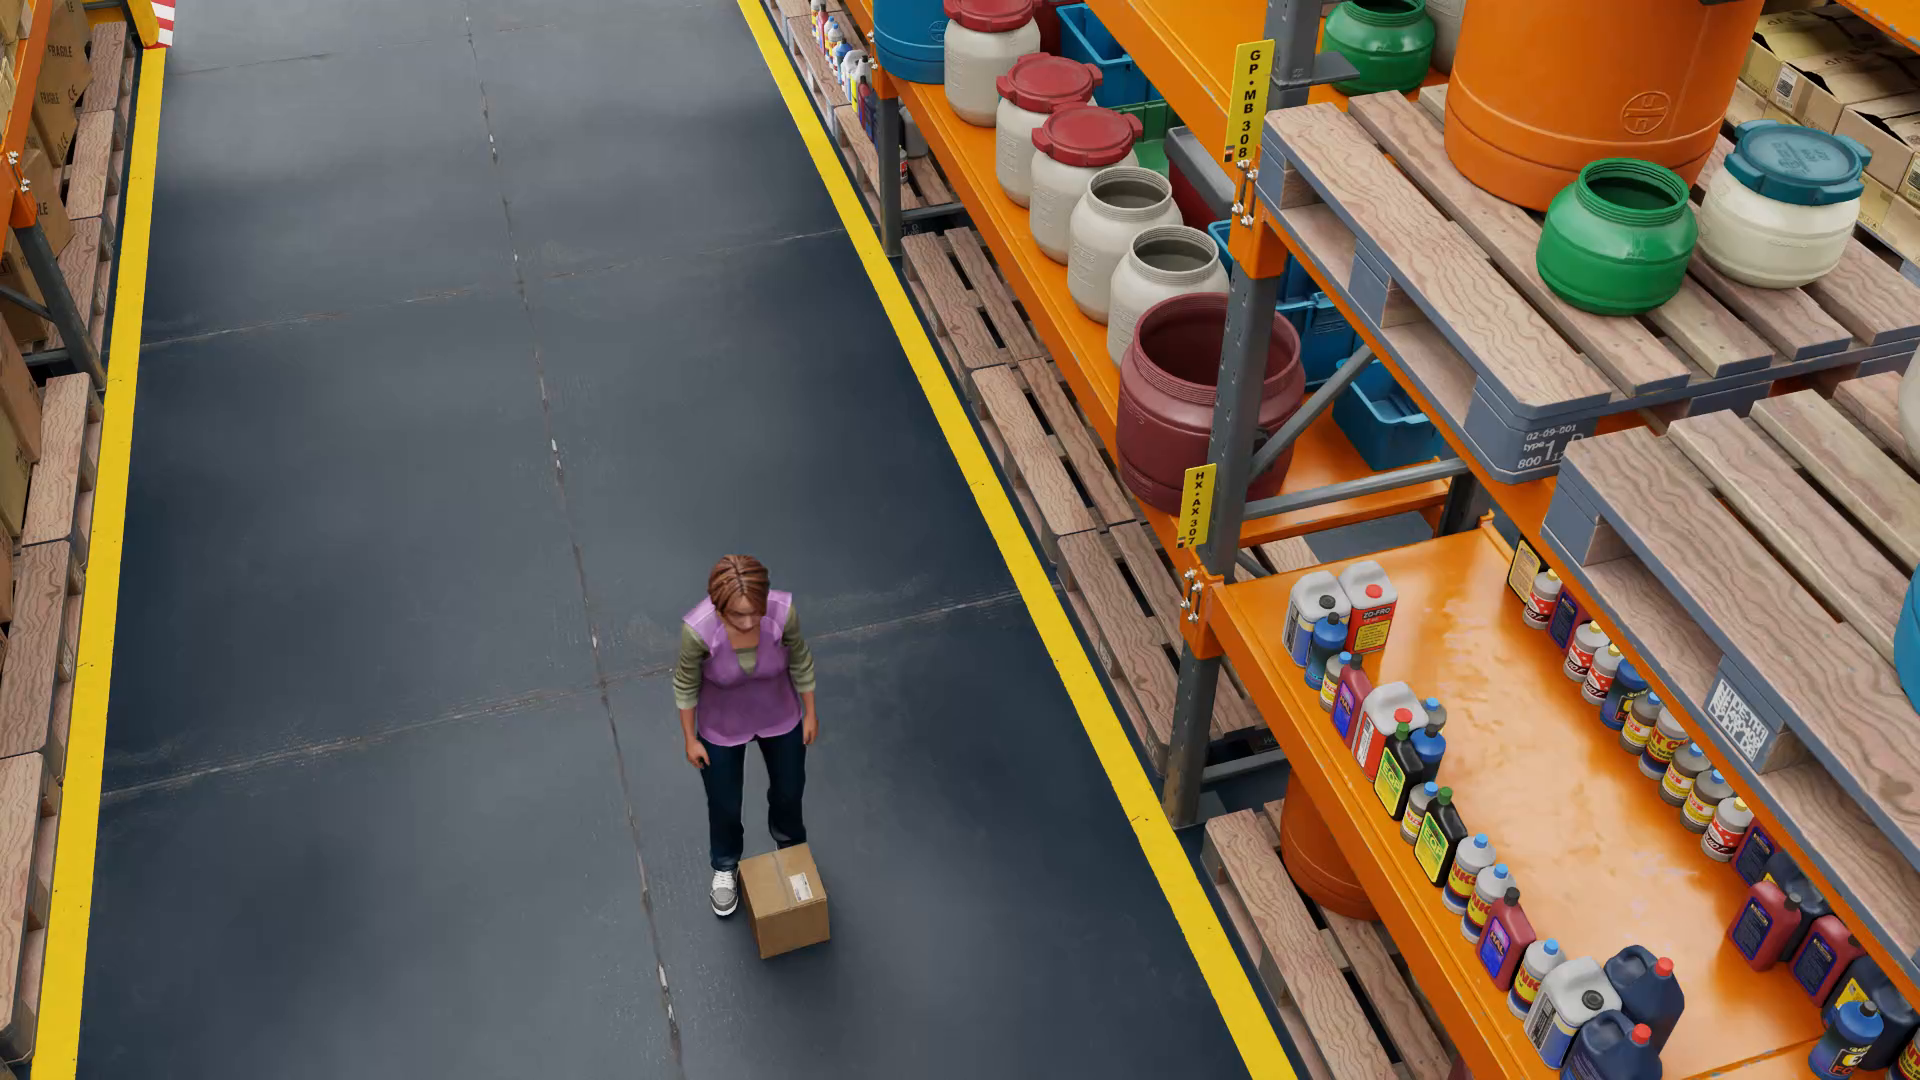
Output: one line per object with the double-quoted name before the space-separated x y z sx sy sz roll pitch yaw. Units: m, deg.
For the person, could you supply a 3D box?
"person" -0.693 0.615 5.505 0.464 1.593 0.346 -12 44 -13
